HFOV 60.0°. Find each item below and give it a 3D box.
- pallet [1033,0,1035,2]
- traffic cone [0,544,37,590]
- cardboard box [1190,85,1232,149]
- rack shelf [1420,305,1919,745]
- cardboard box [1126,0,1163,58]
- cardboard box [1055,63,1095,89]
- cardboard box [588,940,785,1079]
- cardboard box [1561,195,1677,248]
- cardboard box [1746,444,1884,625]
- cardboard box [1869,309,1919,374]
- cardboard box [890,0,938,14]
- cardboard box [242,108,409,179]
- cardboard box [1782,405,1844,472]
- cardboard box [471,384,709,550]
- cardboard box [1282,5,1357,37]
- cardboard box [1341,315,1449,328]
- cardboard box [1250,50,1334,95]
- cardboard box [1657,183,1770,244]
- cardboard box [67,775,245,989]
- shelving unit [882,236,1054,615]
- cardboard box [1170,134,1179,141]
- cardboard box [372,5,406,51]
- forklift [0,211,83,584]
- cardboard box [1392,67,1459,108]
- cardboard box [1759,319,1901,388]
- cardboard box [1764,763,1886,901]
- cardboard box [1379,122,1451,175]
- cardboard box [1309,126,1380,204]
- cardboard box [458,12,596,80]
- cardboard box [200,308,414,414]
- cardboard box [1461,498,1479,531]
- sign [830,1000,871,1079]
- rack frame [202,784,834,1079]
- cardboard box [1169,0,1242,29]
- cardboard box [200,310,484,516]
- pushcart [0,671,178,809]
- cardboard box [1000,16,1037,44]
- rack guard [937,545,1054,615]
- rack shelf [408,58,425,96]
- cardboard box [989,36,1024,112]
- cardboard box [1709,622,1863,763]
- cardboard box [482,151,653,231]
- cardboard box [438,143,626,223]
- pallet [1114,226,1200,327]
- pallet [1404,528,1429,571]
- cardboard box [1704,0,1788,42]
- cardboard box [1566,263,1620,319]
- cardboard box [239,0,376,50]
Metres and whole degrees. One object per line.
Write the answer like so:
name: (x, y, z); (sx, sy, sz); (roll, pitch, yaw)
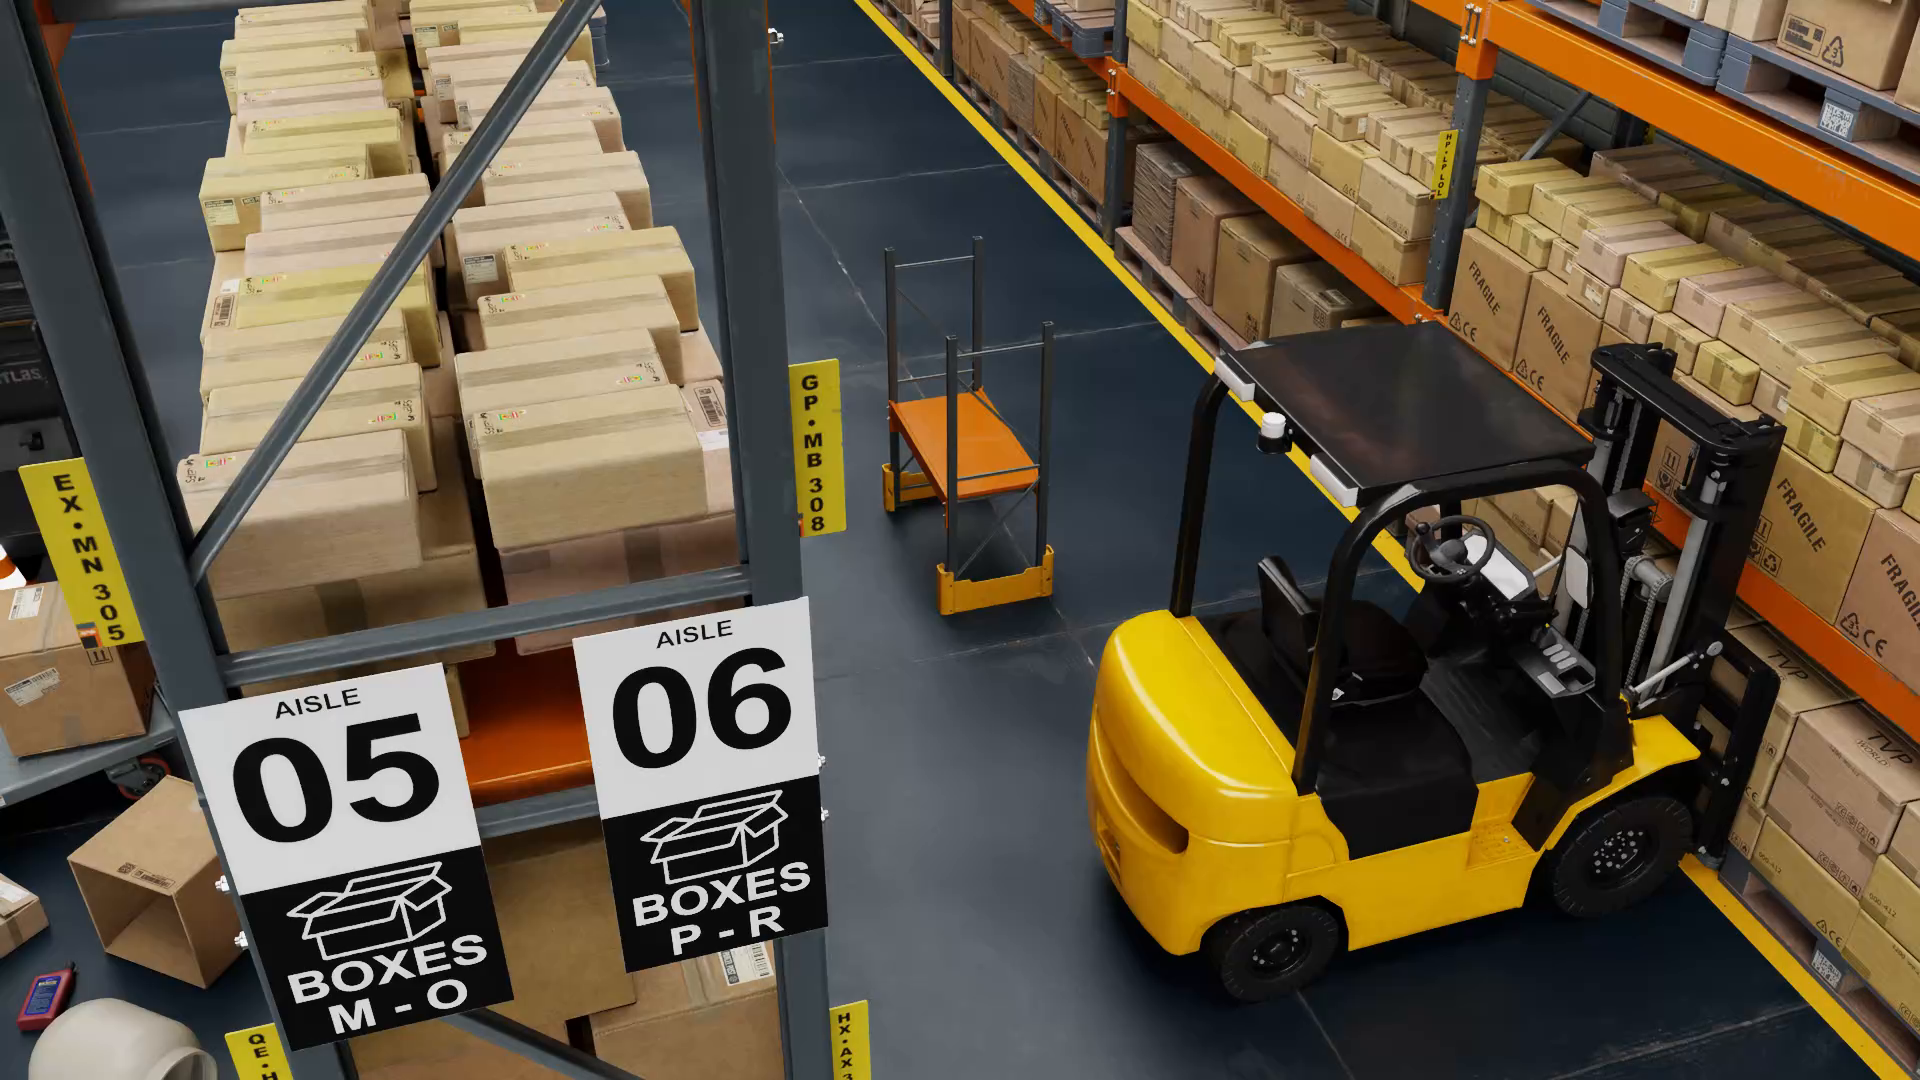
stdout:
pallet: (0.929, -4.415, 12.885); (1.003, 0.211, 1.213); (-10, 35, -15)
traffic cone: (-4.731, 0.121, 8.148); (0.336, 0.463, 0.334); (-10, 35, -15)
cardboard box: (1.742, -2.604, 10.106); (0.500, 0.250, 0.500); (-11, 35, -16)
rack shelf: (3.357, -0.025, 6.719); (1.077, 0.370, 4.000); (-10, 35, -15)
cardboard box: (1.406, -3.343, 10.770); (0.500, 0.250, 0.500); (-10, 35, -15)
cardboard box: (0.947, -3.525, 12.661); (0.380, 0.149, 0.250); (-9, 35, -13)
cardboard box: (-0.639, 1.101, 4.003); (0.500, 0.500, 0.500); (-11, 35, -15)
cardboard box: (2.814, -1.340, 7.107); (0.380, 0.149, 0.250); (-11, 35, -16)
cardboard box: (3.261, -0.074, 6.050); (0.500, 0.500, 0.500); (-11, 35, -16)
cardboard box: (3.624, -0.740, 6.201); (0.380, 0.149, 0.250); (-10, 35, -14)
cardboard box: (-0.277, -5.470, 16.194); (0.700, 0.500, 0.500); (-11, 35, -17)
cardboard box: (-1.641, -0.995, 4.318); (0.380, 0.149, 0.250); (-9, 35, -14)
cardboard box: (3.180, -0.391, 5.942); (0.380, 0.149, 0.250); (-10, 35, -14)
cardboard box: (-0.673, -0.138, 3.022); (0.380, 0.149, 0.250); (-10, 35, -15)
cardboard box: (2.173, -3.118, 10.069); (0.380, 0.149, 0.250); (-10, 35, -15)
cardboard box: (2.577, -0.831, 9.060); (0.875, 0.625, 0.625); (-8, 34, -13)
cardboard box: (1.859, -2.621, 9.317); (0.380, 0.149, 0.250); (-11, 35, -16)
cardboard box: (3.263, -1.419, 7.228); (0.380, 0.149, 0.250); (-10, 35, -15)
cardboard box: (-2.948, 1.295, 6.334); (0.500, 0.500, 0.500); (13, 36, 18)
shelving unit: (0.023, -0.586, 8.276); (0.587, 1.500, 1.083); (-10, 35, -15)
cardboard box: (1.665, -2.876, 12.267); (0.500, 0.500, 0.500); (-9, 34, -13)
cardboard box: (-2.105, -1.574, 5.557); (0.500, 0.250, 0.500); (-11, 35, -16)
forklift: (-4.910, -1.171, 7.864); (1.130, 2.935, 3.031); (-10, 35, -14)
cardboard box: (2.588, -2.454, 9.064); (0.380, 0.149, 0.250); (-10, 35, -15)
cardboard box: (3.184, -0.668, 6.091); (0.380, 0.149, 0.250); (-10, 35, -14)
cardboard box: (3.378, 1.021, 6.144); (0.500, 0.250, 0.500); (-10, 35, -15)
cardboard box: (2.335, -1.962, 8.319); (0.380, 0.149, 0.250); (-11, 35, -15)
cardboard box: (2.190, -2.004, 8.745); (0.500, 0.250, 0.500); (-11, 35, -16)
cardboard box: (-1.324, -1.498, 5.080); (0.380, 0.149, 0.250); (-9, 35, -13)
cardboard box: (-1.280, -0.318, 3.294); (0.380, 0.149, 0.250); (-10, 35, -15)
cardboard box: (2.601, -0.306, 8.151); (0.500, 0.250, 0.500); (-10, 35, -15)
sign: (-0.242, 1.109, 3.565); (0.100, 0.325, 0.005); (-10, 35, -15)
rack frame: (-0.759, 1.562, 3.665); (1.000, 3.000, 0.127); (-10, 35, -15)
cardboard box: (1.529, -3.300, 10.344); (0.380, 0.149, 0.250); (-9, 35, -13)
cardboard box: (-1.311, -0.241, 3.539); (0.500, 0.250, 0.500); (-10, 35, -15)
pushcart: (-4.135, 0.966, 6.946); (1.648, 0.377, 0.936); (-23, 40, -31)
cardboard box: (0.547, -4.201, 13.684); (0.380, 0.149, 0.250); (-10, 35, -15)
rack guard: (0.175, 0.197, 8.225); (0.587, 0.250, 0.087); (-10, 35, -15)
rack shelf: (-2.589, -2.539, 7.804); (1.077, 0.370, 4.000); (-10, 35, -15)
cardboard box: (0.560, -3.875, 13.780); (0.500, 0.500, 0.500); (-11, 35, -16)
cardboard box: (3.205, 0.560, 6.387); (0.500, 0.250, 0.500); (-10, 35, -14)
cardboard box: (-0.957, -0.819, 4.052); (0.380, 0.149, 0.250); (-9, 35, -13)
cardboard box: (-1.121, -0.865, 4.484); (0.500, 0.250, 0.500); (-9, 35, -14)
pallet: (1.741, -1.873, 11.393); (1.003, 0.211, 1.213); (-10, 35, -15)
pallet: (2.950, 0.213, 8.236); (1.003, 0.211, 1.213); (-10, 35, -15)
cardboard box: (2.911, -1.957, 5.920); (0.396, 0.266, 0.258); (-11, 35, -16)
cardboard box: (2.785, -1.066, 6.963); (0.380, 0.149, 0.250); (-9, 35, -14)
cardboard box: (-2.087, -1.666, 5.333); (0.380, 0.149, 0.250); (-9, 35, -13)
